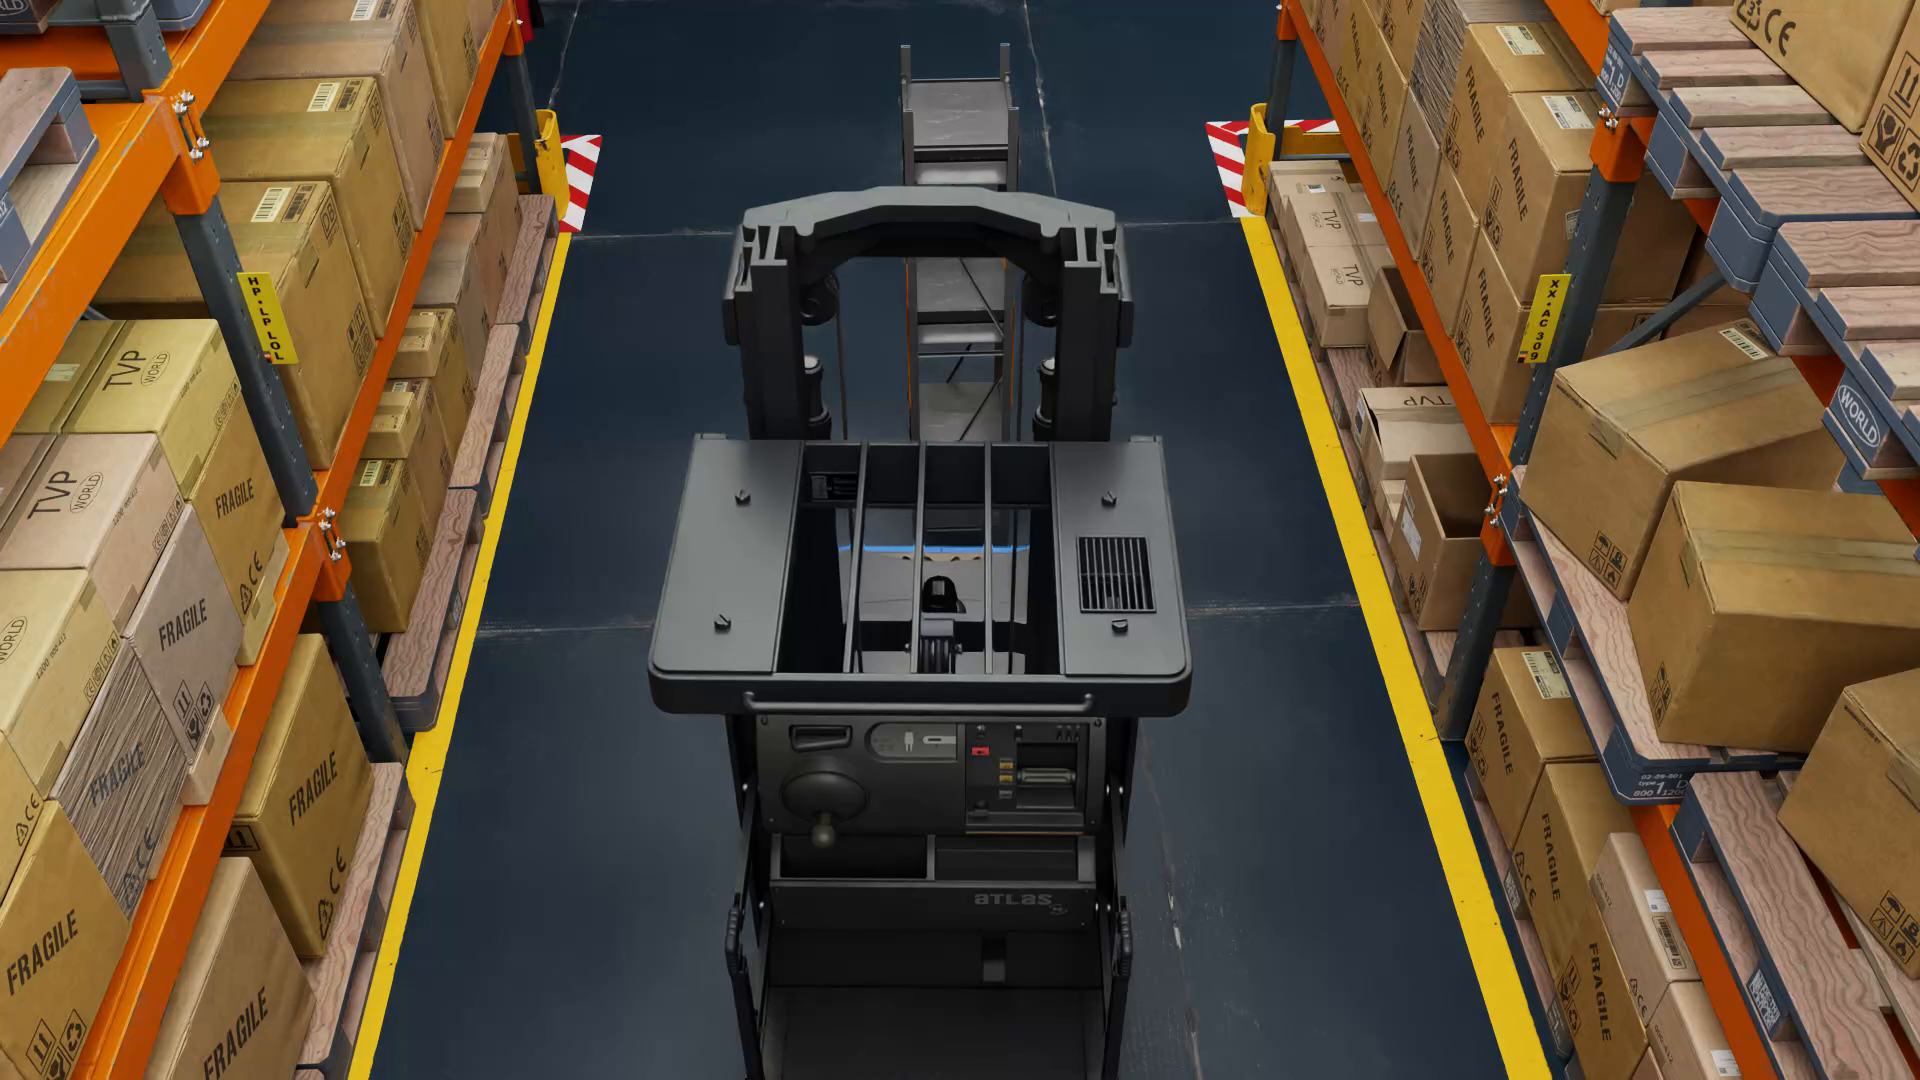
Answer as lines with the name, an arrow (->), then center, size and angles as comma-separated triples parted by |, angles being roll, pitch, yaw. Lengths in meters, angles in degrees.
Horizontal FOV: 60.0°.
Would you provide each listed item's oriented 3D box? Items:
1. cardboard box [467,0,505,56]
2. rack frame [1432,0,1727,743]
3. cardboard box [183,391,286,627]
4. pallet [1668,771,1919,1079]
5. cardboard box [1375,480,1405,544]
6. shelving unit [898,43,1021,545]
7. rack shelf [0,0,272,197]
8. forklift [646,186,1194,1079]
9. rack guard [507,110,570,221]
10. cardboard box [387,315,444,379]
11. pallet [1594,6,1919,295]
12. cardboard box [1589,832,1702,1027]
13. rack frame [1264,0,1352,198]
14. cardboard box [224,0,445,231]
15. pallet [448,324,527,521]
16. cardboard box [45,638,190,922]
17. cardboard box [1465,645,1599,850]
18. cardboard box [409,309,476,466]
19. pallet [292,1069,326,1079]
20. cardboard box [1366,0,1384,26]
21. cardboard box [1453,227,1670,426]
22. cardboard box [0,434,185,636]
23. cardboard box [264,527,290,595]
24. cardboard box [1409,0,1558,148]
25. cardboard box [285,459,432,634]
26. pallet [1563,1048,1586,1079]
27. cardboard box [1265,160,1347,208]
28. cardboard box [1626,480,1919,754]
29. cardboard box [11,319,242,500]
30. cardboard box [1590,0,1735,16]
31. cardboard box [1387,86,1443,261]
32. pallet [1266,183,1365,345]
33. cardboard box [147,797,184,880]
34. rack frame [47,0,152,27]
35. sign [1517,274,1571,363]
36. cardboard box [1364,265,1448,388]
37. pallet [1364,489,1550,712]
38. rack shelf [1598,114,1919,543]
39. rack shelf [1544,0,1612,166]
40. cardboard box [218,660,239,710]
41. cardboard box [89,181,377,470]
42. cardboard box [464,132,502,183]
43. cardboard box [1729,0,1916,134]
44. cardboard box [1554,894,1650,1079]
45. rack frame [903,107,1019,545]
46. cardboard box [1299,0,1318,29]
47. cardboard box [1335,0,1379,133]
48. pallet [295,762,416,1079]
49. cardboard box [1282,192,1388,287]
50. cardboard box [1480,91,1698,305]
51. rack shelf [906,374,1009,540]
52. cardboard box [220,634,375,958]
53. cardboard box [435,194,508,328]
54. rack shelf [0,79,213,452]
cardboard box -> -2.742, -2.704, 7.758 | 0.980, 0.700, 0.700 | 0, 43, 0
rack frame -> 2.346, -0.382, 5.447 | 1.000, 3.000, 0.127 | -2, 43, -2
cardboard box -> -2.332, -0.087, 4.816 | 0.500, 0.500, 0.500 | -2, 43, -2
pallet -> 2.428, 1.076, 3.998 | 1.003, 0.211, 1.213 | -2, 43, -2
cardboard box -> 1.962, -0.121, 6.947 | 0.380, 0.149, 0.250 | -2, 43, -2
shelving unit -> -0.007, -0.886, 6.662 | 0.431, 2.100, 0.503 | -2, 43, -2
rack shelf -> -2.688, -2.428, 5.992 | 1.077, 0.370, 4.000 | -2, 43, -2
forklift -> -0.076, 0.719, 4.296 | 1.130, 2.935, 3.031 | 0, 43, 0
rack guard -> -2.774, -2.032, 9.097 | 1.175, 0.500, 0.348 | -2, 43, -2
cardboard box -> -2.387, -0.806, 6.969 | 0.380, 0.149, 0.250 | -3, 43, -3
pallet -> 2.303, -0.976, 4.014 | 1.213, 0.211, 1.003 | -2, 43, -2
cardboard box -> 2.165, 1.109, 4.789 | 0.500, 0.250, 0.500 | -2, 43, -2
rack frame -> 2.176, -3.082, 8.393 | 1.000, 3.000, 0.127 | -2, 43, -2
cardboard box -> -2.677, -1.699, 6.661 | 0.980, 0.700, 0.700 | -4, 43, -4
pallet -> -2.612, -0.551, 7.695 | 1.003, 0.211, 1.213 | -2, 43, -2
cardboard box -> -2.288, 0.597, 4.070 | 0.500, 0.500, 0.500 | -2, 43, -2
cardboard box -> 2.123, 0.711, 5.779 | 0.500, 0.500, 0.500 | -3, 43, -4
cardboard box -> -2.570, -0.664, 7.294 | 0.700, 0.500, 0.500 | -1, 43, -1
pallet -> -2.441, 2.135, 4.765 | 1.003, 0.211, 1.213 | -2, 43, -2
cardboard box -> 1.977, -2.490, 6.933 | 0.500, 0.500, 0.500 | -1, 43, -1
cardboard box -> 2.068, -0.749, 5.773 | 0.500, 0.500, 0.500 | -1, 43, -1
cardboard box -> -2.316, -0.014, 4.182 | 0.500, 0.250, 0.500 | -1, 43, -1
cardboard box -> -2.306, 0.068, 5.127 | 0.380, 0.149, 0.250 | -1, 43, -1
cardboard box -> 2.020, -1.807, 6.188 | 0.500, 0.500, 0.500 | -1, 43, -1
cardboard box -> -2.533, 0.022, 6.546 | 0.700, 0.500, 0.500 | -1, 43, -1
pallet -> 2.473, 2.020, 4.891 | 1.003, 0.211, 1.213 | -2, 43, -2
cardboard box -> 1.850, -1.901, 8.888 | 0.380, 0.149, 0.250 | -2, 43, -2
cardboard box -> 2.235, 0.215, 4.411 | 0.700, 0.500, 0.500 | 5, 43, 5
cardboard box -> -2.328, -0.360, 4.559 | 0.500, 0.250, 0.500 | -1, 43, -1
cardboard box -> 2.059, -1.753, 4.834 | 0.500, 0.250, 0.500 | -2, 43, -2
cardboard box -> 2.021, -1.444, 6.531 | 0.500, 0.500, 0.500 | -1, 43, -1
pallet -> 2.214, -1.465, 8.692 | 1.003, 0.211, 1.213 | -2, 43, -2
cardboard box -> -2.292, 0.757, 4.375 | 0.380, 0.149, 0.250 | -2, 43, -2
rack frame -> -2.604, -2.449, 3.262 | 1.000, 3.000, 0.127 | -2, 43, -2
sign -> 1.804, -0.680, 5.132 | 0.100, 0.325, 0.005 | -2, 43, -2
cardboard box -> 2.261, -0.892, 7.525 | 0.797, 0.503, 0.637 | -2, 43, -2
pallet -> 2.317, 0.182, 6.895 | 1.003, 0.211, 1.213 | -2, 43, -2
rack shelf -> 2.430, 0.128, 3.203 | 1.077, 0.370, 4.000 | -2, 43, -2
rack shelf -> 2.261, -2.573, 6.149 | 1.077, 0.370, 4.000 | -2, 43, -2
cardboard box -> -2.306, 0.414, 4.750 | 0.380, 0.149, 0.250 | 0, 43, 0
cardboard box -> -2.610, -0.715, 5.588 | 0.980, 0.700, 0.700 | -1, 43, -1
cardboard box -> -2.456, -1.859, 8.117 | 0.380, 0.149, 0.250 | -2, 43, -2
cardboard box -> 2.293, -1.374, 3.851 | 0.600, 0.600, 0.600 | -5, 43, -6
cardboard box -> 2.170, 1.408, 5.018 | 0.500, 0.500, 0.500 | -1, 43, -1
rack frame -> 0.003, -0.721, 6.483 | 0.400, 2.100, 0.015 | -2, 43, -2
cardboard box -> 1.931, -2.812, 8.024 | 0.500, 0.500, 0.500 | -1, 43, -1
cardboard box -> 1.977, -2.125, 7.274 | 0.500, 0.500, 0.500 | -2, 43, -2
pallet -> -2.495, 1.309, 5.665 | 1.003, 0.211, 1.213 | -2, 43, -2
cardboard box -> 1.937, -1.518, 8.396 | 0.500, 0.250, 0.500 | -2, 43, -2
cardboard box -> 2.065, -1.121, 5.440 | 0.500, 0.500, 0.500 | -1, 43, -2
rack shelf -> -0.007, -0.360, 7.145 | 0.431, 0.518, 0.480 | -2, 43, -2
cardboard box -> -2.446, 0.835, 5.399 | 0.750, 0.750, 0.750 | -1, 43, -1
cardboard box -> -2.622, -1.364, 8.057 | 0.700, 0.500, 0.500 | -2, 43, -2
rack shelf -> -2.519, 0.272, 3.046 | 1.077, 0.370, 4.000 | -2, 43, -2
